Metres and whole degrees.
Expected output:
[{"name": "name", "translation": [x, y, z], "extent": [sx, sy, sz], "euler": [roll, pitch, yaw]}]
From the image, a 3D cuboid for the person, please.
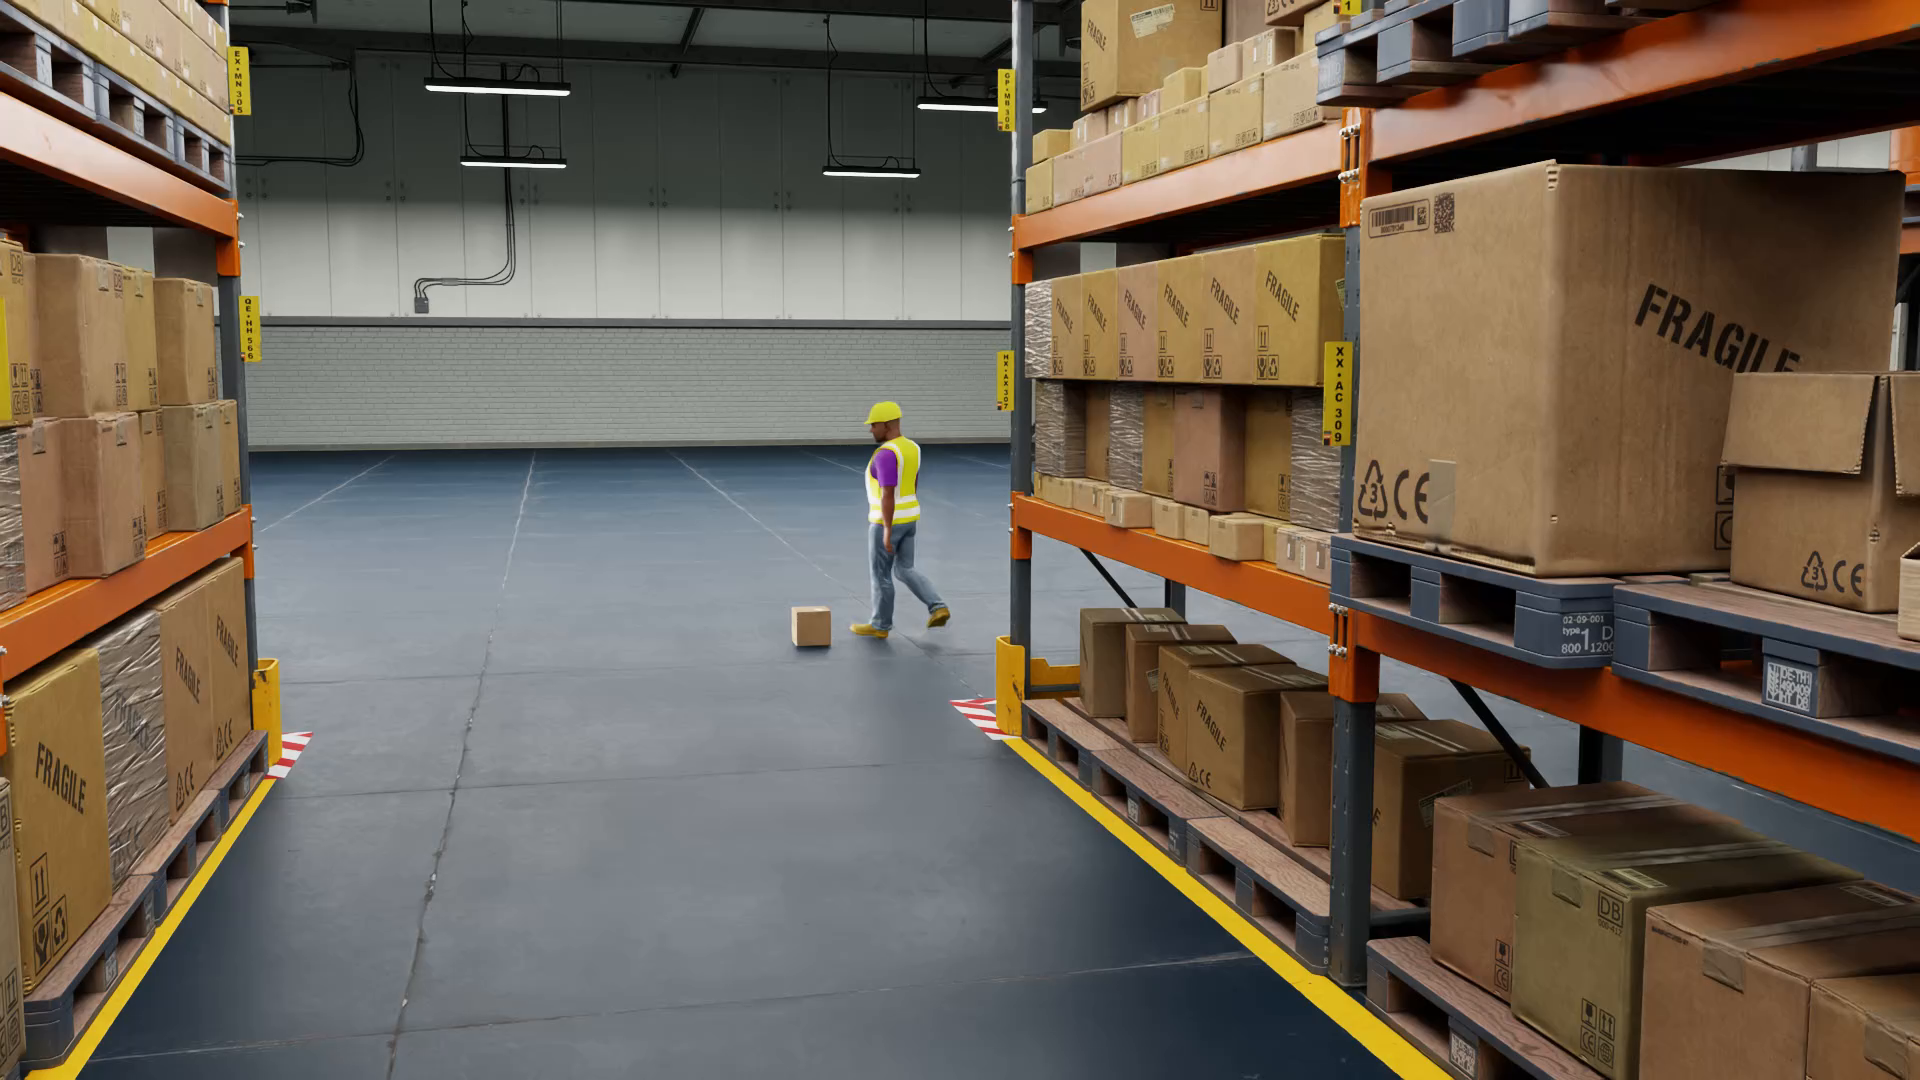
[{"name": "person", "translation": [-0.449, -0.136, 12.146], "extent": [0.822, 1.754, 0.654], "euler": [3, 7, 27]}]
